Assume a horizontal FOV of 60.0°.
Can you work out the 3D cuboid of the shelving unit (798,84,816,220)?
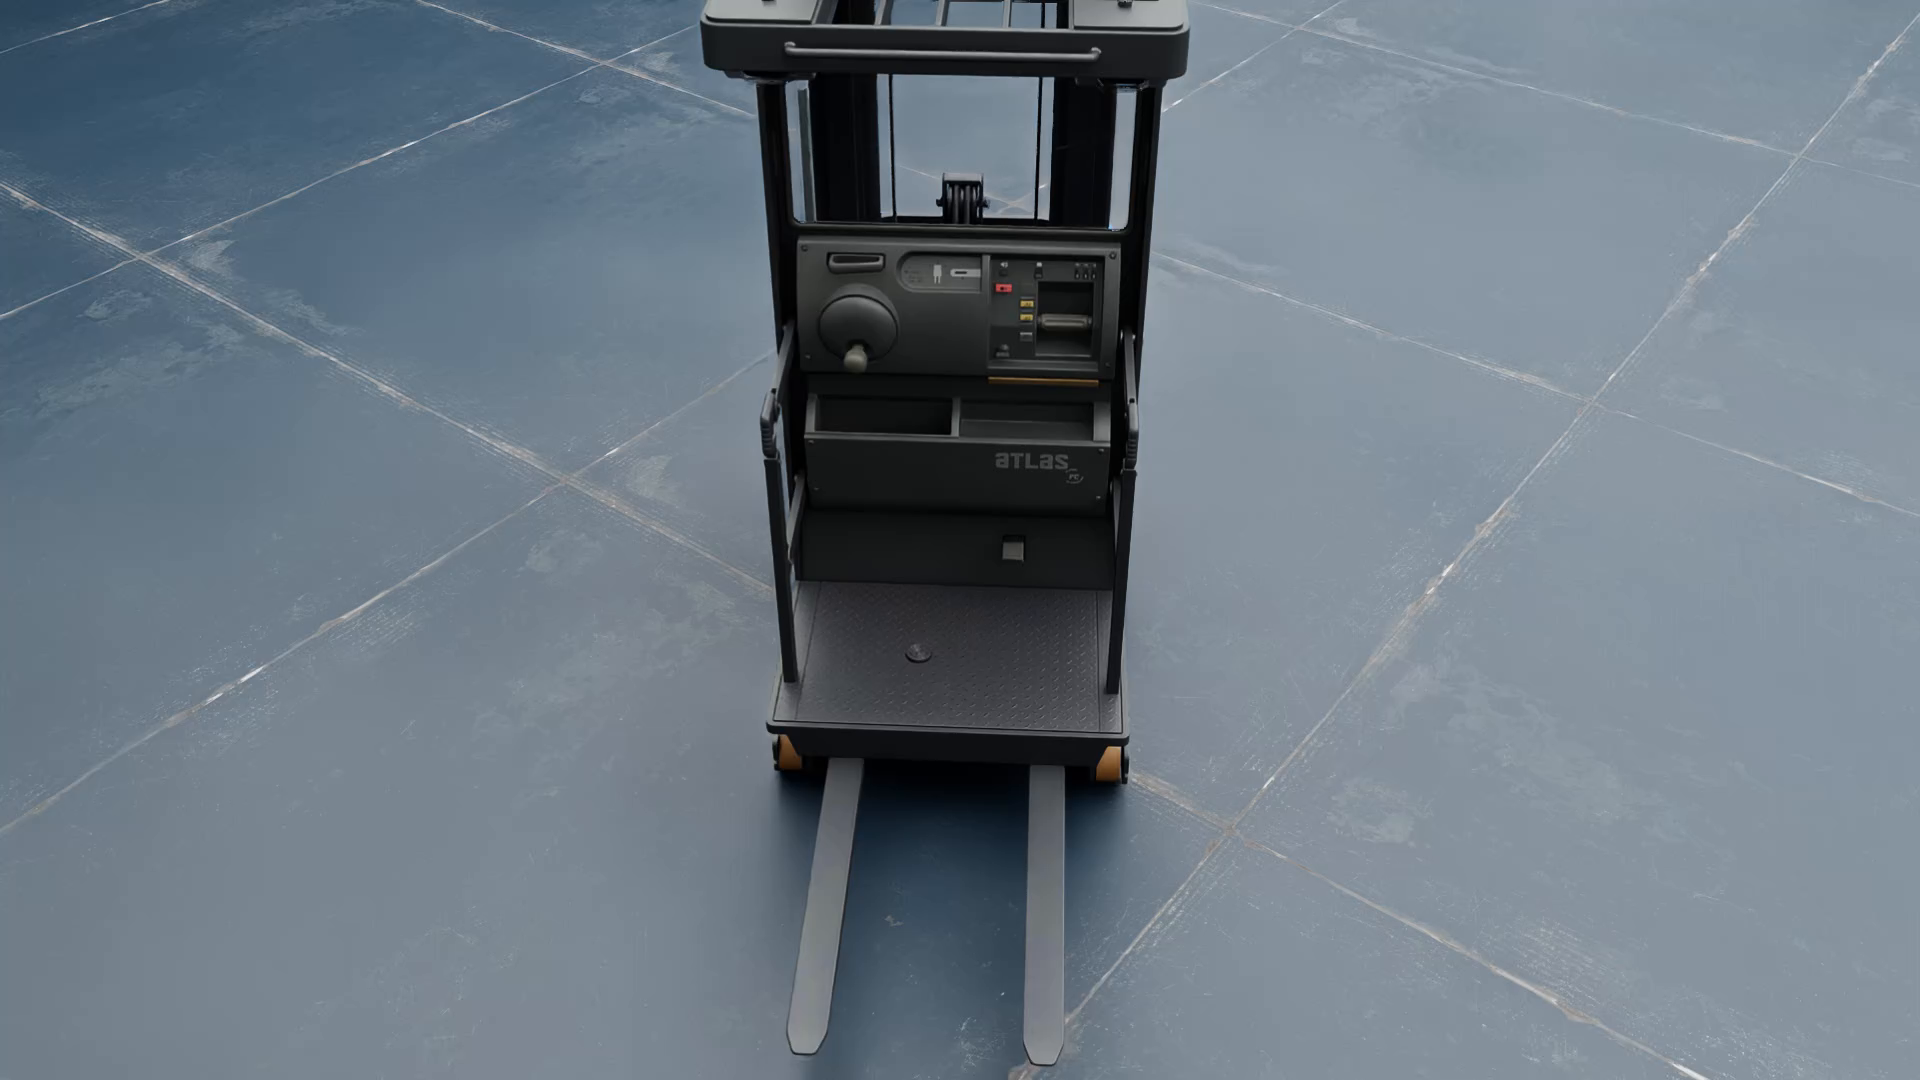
[{"bbox_3d":[-0.043,-1.147,6.498,1.048,1.500,0.500,0,38,1],"label":"shelving unit"}]

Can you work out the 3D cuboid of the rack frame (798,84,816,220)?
[{"bbox_3d":[-0.552,-1.151,6.503,0.032,1.500,0.500,0,38,1],"label":"rack frame"}]

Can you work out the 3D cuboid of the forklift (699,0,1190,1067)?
[{"bbox_3d":[-0.015,-0.596,4.633,1.130,2.935,3.031,2,38,2],"label":"forklift"}]
